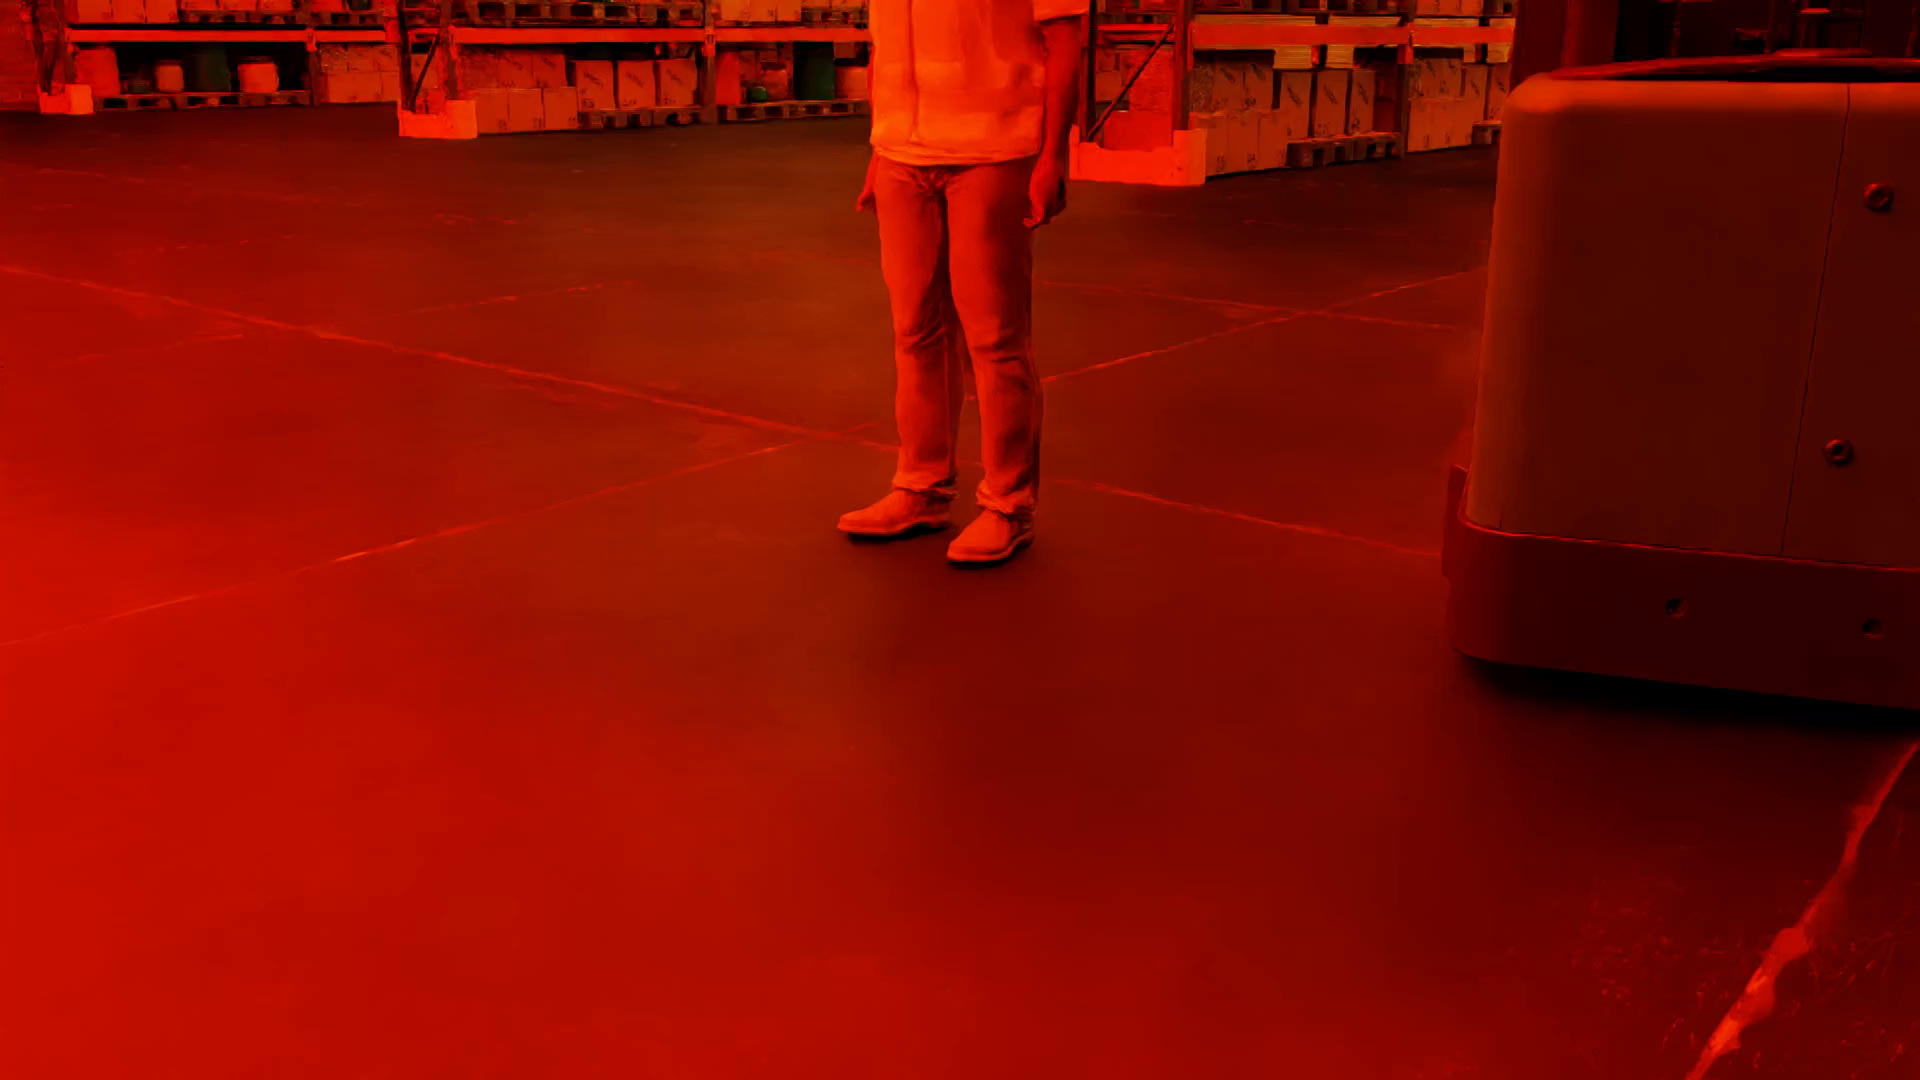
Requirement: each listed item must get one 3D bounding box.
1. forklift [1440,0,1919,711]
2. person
[{"bbox_3d":[1.872,-1.487,3.794,1.130,2.935,3.031,6,18,19],"label":"forklift"},{"bbox_3d":[-0.007,-0.843,3.675,0.559,1.771,0.367,13,21,37],"label":"person"}]
